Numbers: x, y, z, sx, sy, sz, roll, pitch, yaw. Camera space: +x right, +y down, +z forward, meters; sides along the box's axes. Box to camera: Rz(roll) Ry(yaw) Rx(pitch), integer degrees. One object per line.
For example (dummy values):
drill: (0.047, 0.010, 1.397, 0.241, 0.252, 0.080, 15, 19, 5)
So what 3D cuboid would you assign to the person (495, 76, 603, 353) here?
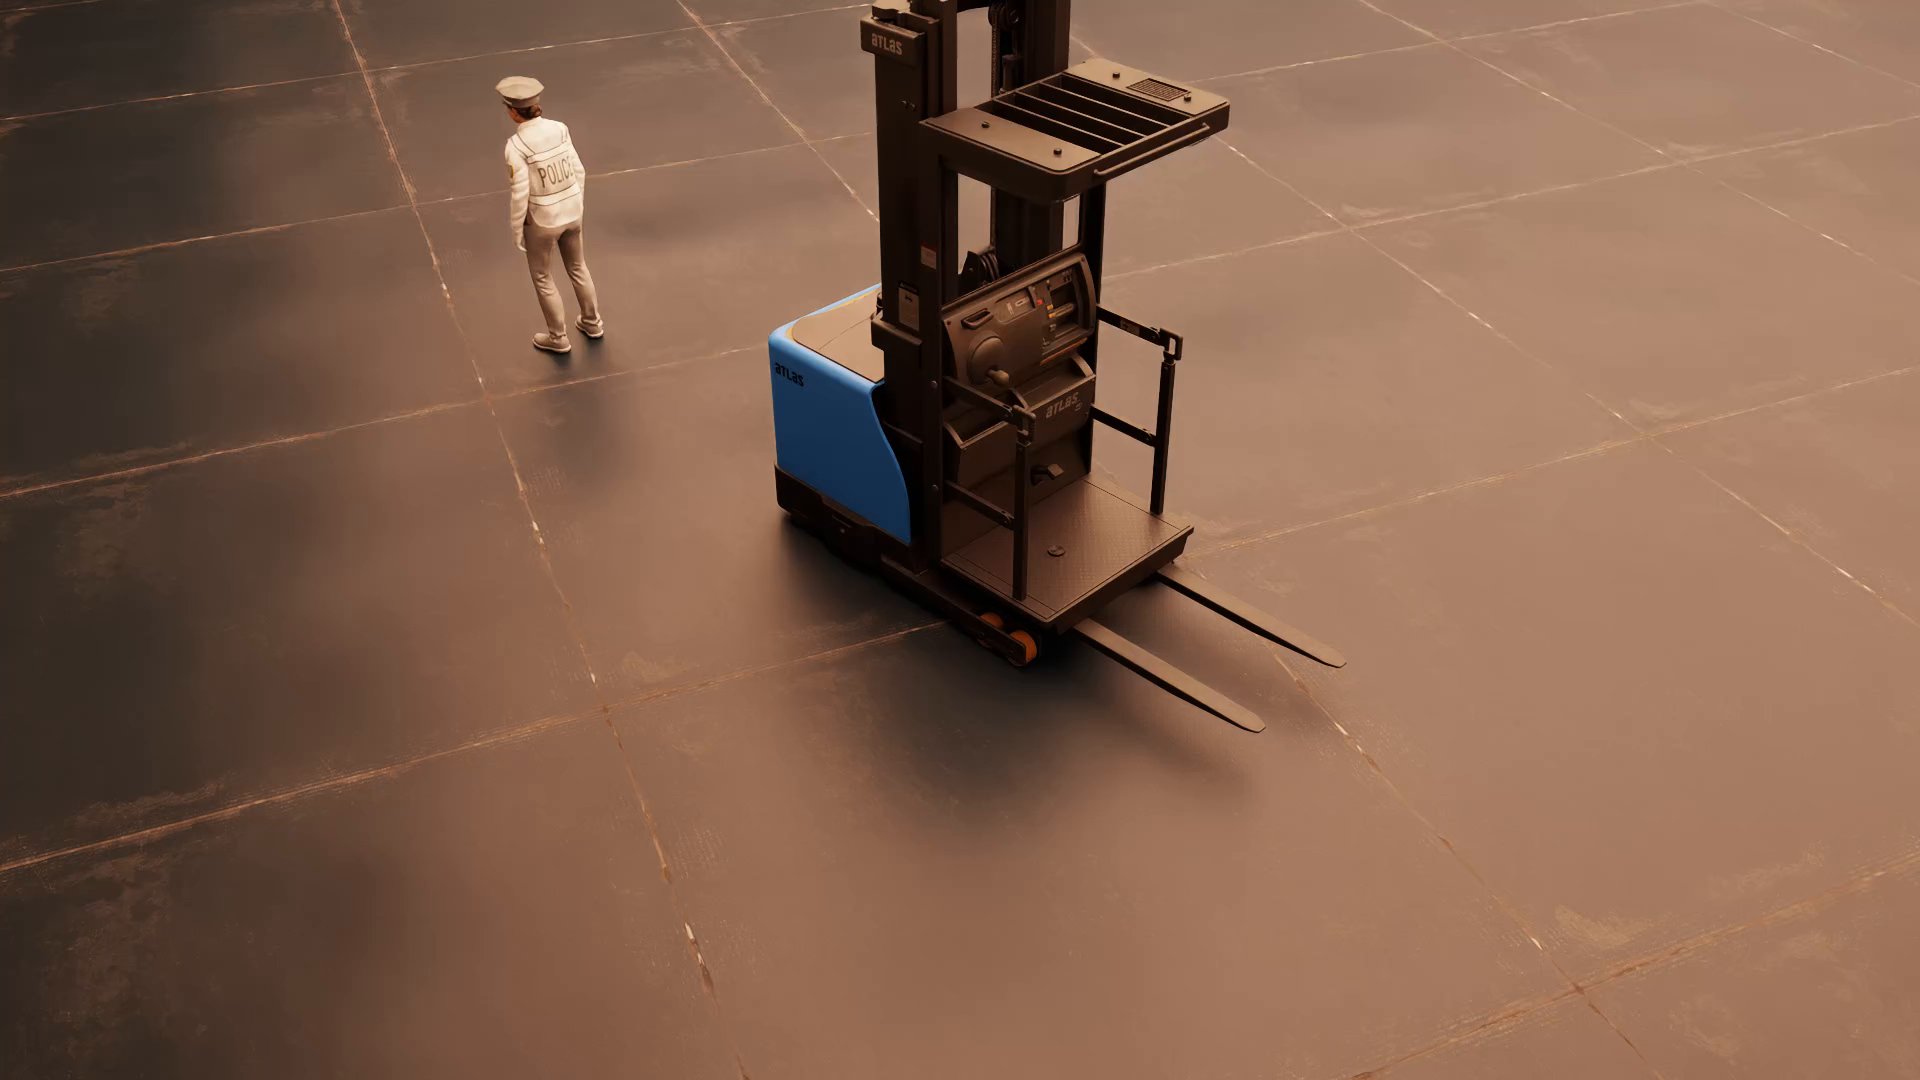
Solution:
person: (-2.438, -1.907, 9.877, 0.375, 1.662, 0.542, 25, 43, 31)

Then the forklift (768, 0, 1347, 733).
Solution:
forklift: (0.432, -0.946, 7.429, 3.031, 2.935, 1.130, 30, 45, 35)
